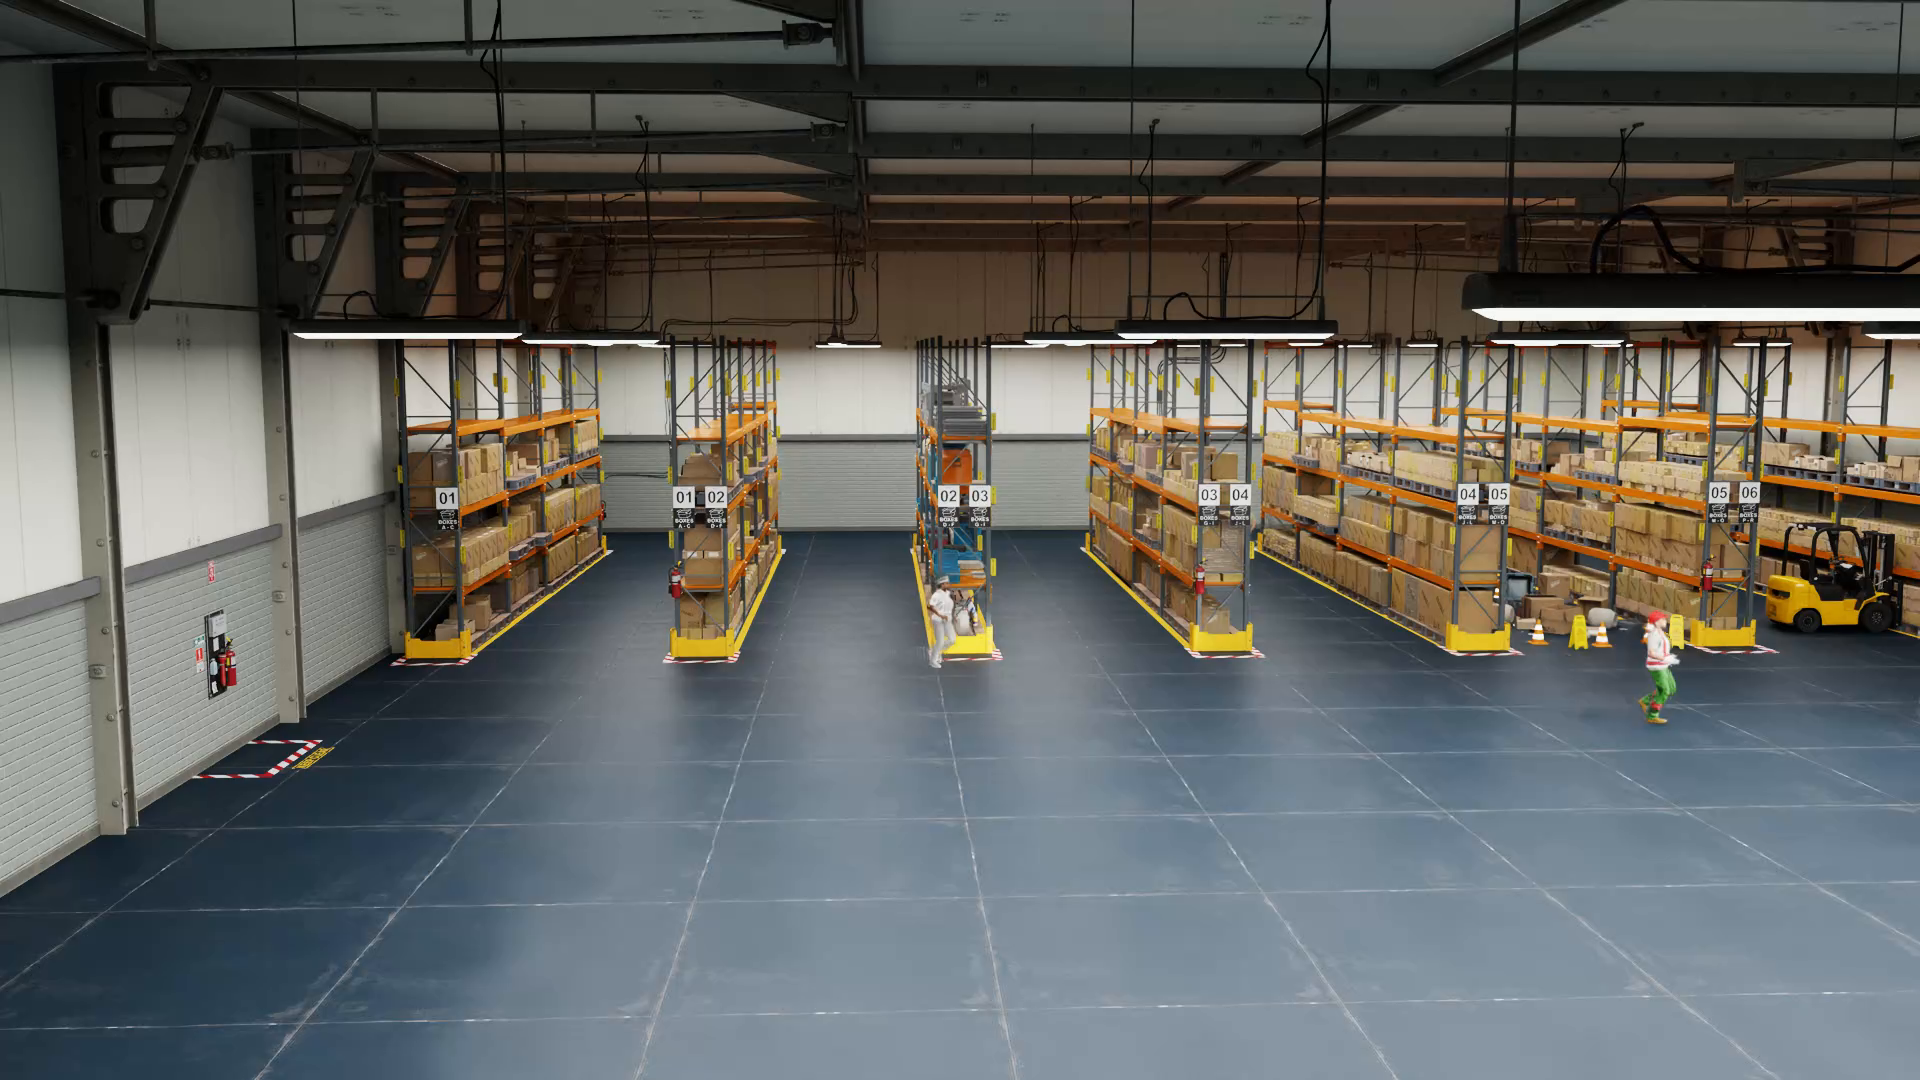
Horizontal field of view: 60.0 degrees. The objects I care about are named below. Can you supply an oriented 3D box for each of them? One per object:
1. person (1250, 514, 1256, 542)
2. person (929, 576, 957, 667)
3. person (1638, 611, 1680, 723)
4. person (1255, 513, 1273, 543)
[{"bbox_3d":[7.688,-0.159,44.710,0.569,1.637,0.562,0,6,-2],"label":"person"},{"bbox_3d":[-0.272,1.478,30.259,0.498,1.651,0.651,6,9,42],"label":"person"},{"bbox_3d":[10.758,1.956,25.571,0.605,1.739,0.650,4,7,28],"label":"person"},{"bbox_3d":[9.110,-0.598,49.251,0.837,1.446,0.602,3,7,23],"label":"person"}]
